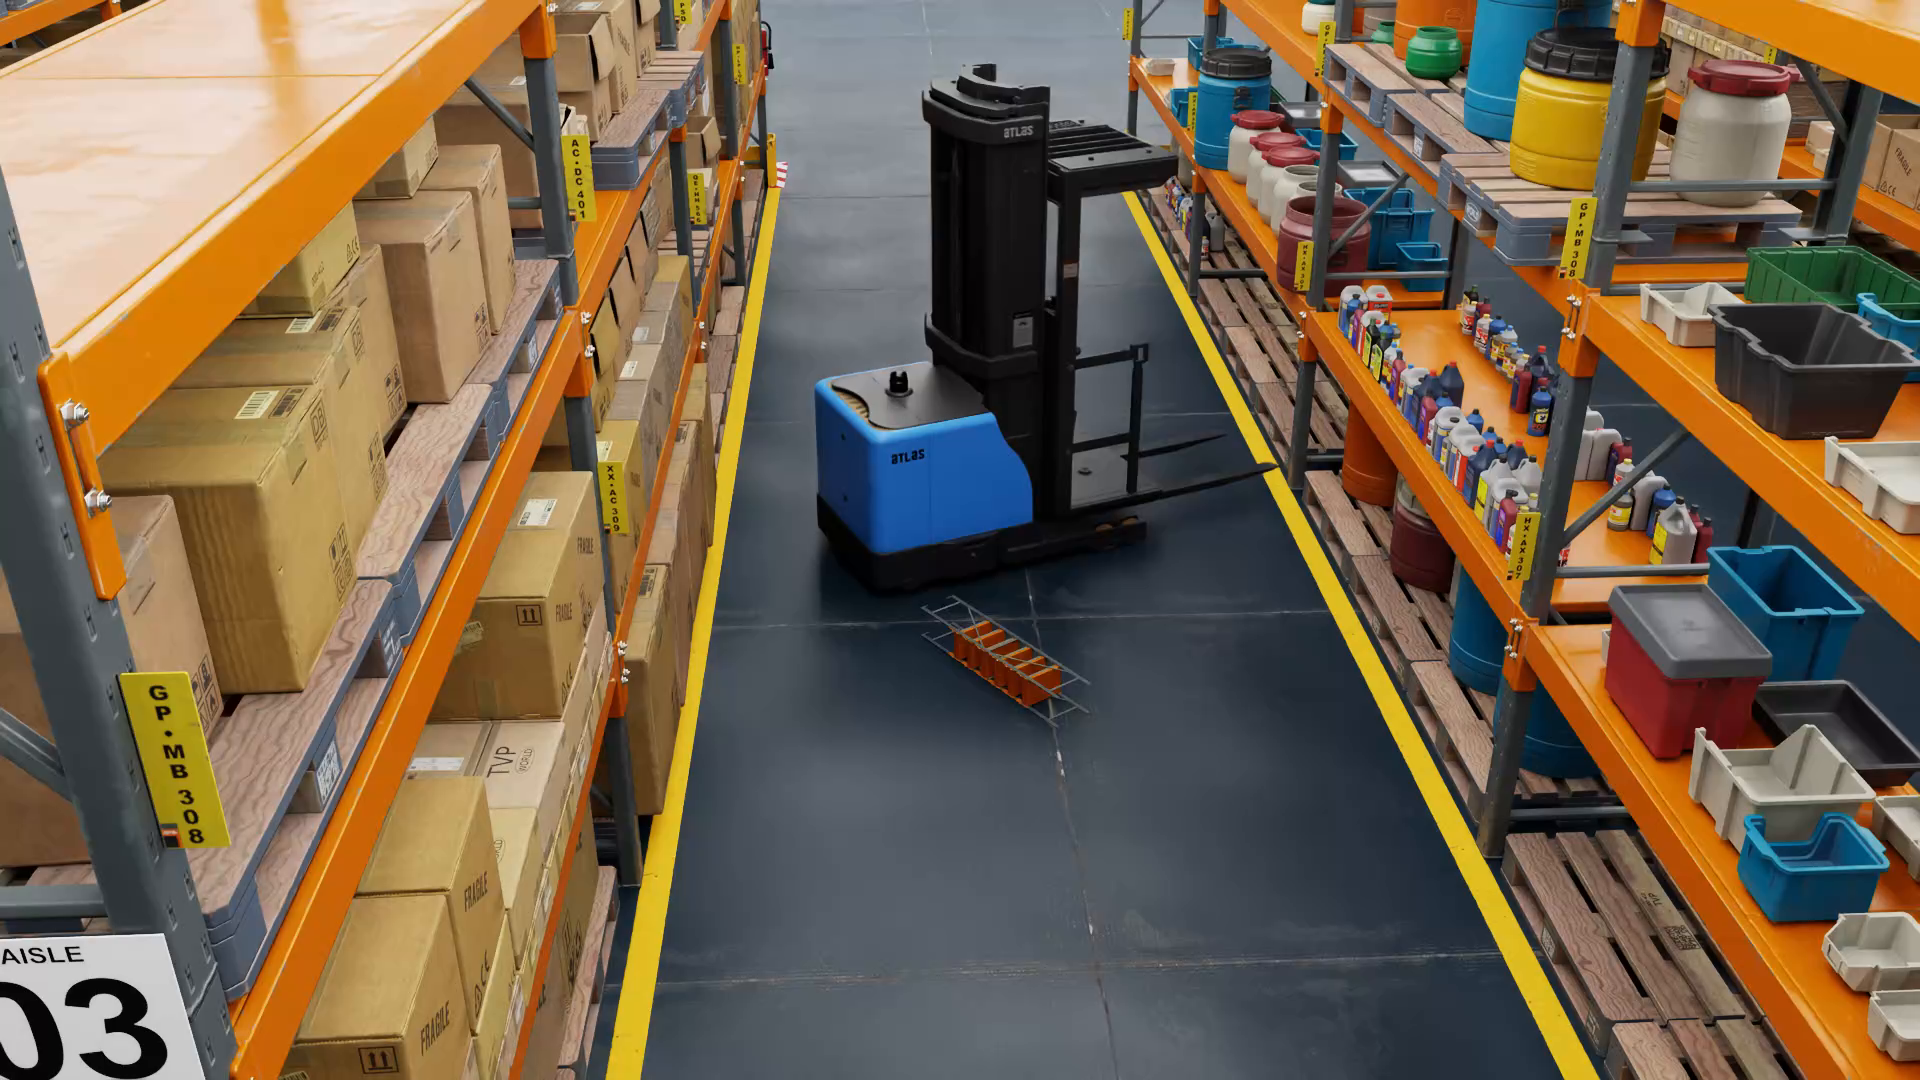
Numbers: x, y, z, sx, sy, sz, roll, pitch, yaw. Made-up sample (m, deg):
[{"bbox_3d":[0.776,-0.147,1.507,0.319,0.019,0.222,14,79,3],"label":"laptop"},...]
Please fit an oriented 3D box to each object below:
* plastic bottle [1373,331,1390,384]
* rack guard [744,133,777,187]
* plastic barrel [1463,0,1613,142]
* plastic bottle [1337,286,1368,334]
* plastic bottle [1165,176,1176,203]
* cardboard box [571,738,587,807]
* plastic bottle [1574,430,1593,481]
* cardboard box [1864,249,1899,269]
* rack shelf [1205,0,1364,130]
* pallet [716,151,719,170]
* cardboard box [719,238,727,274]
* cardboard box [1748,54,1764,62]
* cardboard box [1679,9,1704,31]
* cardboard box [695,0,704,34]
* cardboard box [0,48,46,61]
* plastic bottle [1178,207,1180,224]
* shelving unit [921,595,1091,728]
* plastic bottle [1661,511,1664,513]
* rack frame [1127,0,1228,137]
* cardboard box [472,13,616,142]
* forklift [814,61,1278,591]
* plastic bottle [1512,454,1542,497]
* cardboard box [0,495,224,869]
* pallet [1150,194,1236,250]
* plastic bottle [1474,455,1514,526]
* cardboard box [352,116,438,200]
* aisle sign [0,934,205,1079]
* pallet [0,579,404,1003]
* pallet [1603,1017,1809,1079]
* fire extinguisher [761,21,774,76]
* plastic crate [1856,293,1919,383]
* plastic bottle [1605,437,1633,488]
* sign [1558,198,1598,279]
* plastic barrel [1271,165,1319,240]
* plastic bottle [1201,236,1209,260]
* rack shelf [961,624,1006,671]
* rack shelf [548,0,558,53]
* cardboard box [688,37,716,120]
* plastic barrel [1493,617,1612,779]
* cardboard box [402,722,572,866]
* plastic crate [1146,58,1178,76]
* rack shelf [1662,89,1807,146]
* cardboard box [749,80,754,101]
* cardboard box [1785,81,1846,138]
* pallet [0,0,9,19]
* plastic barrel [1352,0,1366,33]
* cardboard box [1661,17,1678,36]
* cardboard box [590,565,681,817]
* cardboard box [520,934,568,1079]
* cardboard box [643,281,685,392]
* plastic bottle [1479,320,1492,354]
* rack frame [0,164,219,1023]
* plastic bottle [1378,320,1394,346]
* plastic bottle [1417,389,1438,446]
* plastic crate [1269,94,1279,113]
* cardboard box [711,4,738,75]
[{"bbox_3d":[2.460,-1.064,9.673,0.061,0.283,0.133,-1,28,-3],"label":"plastic bottle"},{"bbox_3d":[-2.597,-4.138,18.144,1.175,0.500,0.348,-1,28,-3],"label":"rack guard"},{"bbox_3d":[2.730,-2.382,7.834,0.600,0.901,0.708,-1,28,-3],"label":"plastic barrel"},{"bbox_3d":[2.462,-1.444,10.409,0.152,0.276,0.135,-1,28,-3],"label":"plastic bottle"},{"bbox_3d":[2.128,-3.542,16.771,0.097,0.271,0.097,0,28,0],"label":"plastic bottle"},{"bbox_3d":[-1.591,0.861,6.128,0.380,0.149,0.250,-1,28,-2],"label":"cardboard box"},{"bbox_3d":[3.127,-0.451,8.506,0.152,0.276,0.135,-1,28,-3],"label":"plastic bottle"},{"bbox_3d":[7.322,-2.220,13.676,0.500,0.311,0.500,-2,28,-4],"label":"cardboard box"},{"bbox_3d":[2.658,-3.641,12.022,1.077,0.370,4.000,-1,28,-3],"label":"rack shelf"},{"bbox_3d":[-2.498,-2.993,13.452,1.003,0.211,1.213,-1,28,-3],"label":"pallet"},{"bbox_3d":[-2.373,-2.698,14.928,0.500,0.500,0.500,-2,28,-4],"label":"cardboard box"},{"bbox_3d":[7.261,-4.238,14.823,0.380,0.149,0.250,-2,28,-4],"label":"cardboard box"},{"bbox_3d":[7.392,-5.191,15.949,0.700,0.500,0.500,-1,28,-3],"label":"cardboard box"},{"bbox_3d":[-2.017,-3.548,11.227,0.500,0.250,0.500,-1,28,-2],"label":"cardboard box"},{"bbox_3d":[-7.319,-3.620,13.257,0.700,0.500,0.500,-2,28,-4],"label":"cardboard box"},{"bbox_3d":[2.167,-3.165,16.126,0.097,0.201,0.097,0,28,0],"label":"plastic bottle"},{"bbox_3d":[0.237,0.660,9.272,0.258,0.189,1.200,-20,34,-33],"label":"shelving unit"},{"bbox_3d":[3.347,-0.065,7.847,0.097,0.201,0.097,0,28,0],"label":"plastic bottle"},{"bbox_3d":[2.345,-5.401,17.862,1.000,3.000,0.127,-1,28,-3],"label":"rack frame"},{"bbox_3d":[-2.056,-2.206,7.927,0.797,0.503,0.637,-2,28,-3],"label":"cardboard box"},{"bbox_3d":[0.638,-1.440,10.341,3.031,2.935,1.130,-12,30,-22],"label":"forklift"},{"bbox_3d":[2.741,-0.258,8.054,0.144,0.351,0.185,-1,28,-3],"label":"plastic bottle"},{"bbox_3d":[-1.847,0.264,3.087,0.700,0.500,0.500,-3,28,-6],"label":"cardboard box"},{"bbox_3d":[2.494,-3.193,16.645,1.003,0.211,1.213,-1,28,-3],"label":"pallet"},{"bbox_3d":[2.597,-0.254,8.047,0.144,0.351,0.185,-1,28,-3],"label":"plastic bottle"},{"bbox_3d":[-1.932,-1.243,5.164,0.500,0.250,0.500,-3,28,-6],"label":"cardboard box"},{"bbox_3d":[-1.463,0.981,2.815,0.394,0.787,0.004,-1,28,-3],"label":"aisle sign"},{"bbox_3d":[-1.815,0.474,3.449,1.003,0.211,1.213,-1,28,-3],"label":"pallet"},{"bbox_3d":[3.115,2.280,6.150,1.003,0.211,1.213,-1,28,-3],"label":"pallet"},{"bbox_3d":[-2.147,-5.311,17.773,0.296,0.674,0.183,-1,28,-3],"label":"fire extinguisher"},{"bbox_3d":[3.338,-0.702,5.791,0.416,0.233,0.300,-1,28,-3],"label":"plastic crate"},{"bbox_3d":[3.332,-0.397,8.395,0.061,0.283,0.133,-1,28,-3],"label":"plastic bottle"},{"bbox_3d":[2.422,-1.181,6.517,0.100,0.325,0.005,-1,28,-3],"label":"sign"},{"bbox_3d":[2.474,-2.421,12.027,0.421,0.512,0.421,0,28,0],"label":"plastic barrel"},{"bbox_3d":[2.224,-2.668,15.172,0.097,0.201,0.097,0,28,0],"label":"plastic bottle"},{"bbox_3d":[0.136,0.599,9.387,0.258,0.180,0.103,-20,34,-33],"label":"rack shelf"},{"bbox_3d":[-2.079,-2.827,7.650,1.077,0.370,4.000,-1,28,-3],"label":"rack shelf"},{"bbox_3d":[-2.491,-3.516,13.145,1.000,1.000,1.000,-1,28,-2],"label":"cardboard box"},{"bbox_3d":[2.960,0.633,8.107,0.600,0.901,0.708,-1,28,-3],"label":"plastic barrel"},{"bbox_3d":[-1.633,0.867,5.685,0.500,0.250,0.500,-1,28,-2],"label":"cardboard box"},{"bbox_3d":[2.070,-4.863,17.116,0.298,0.136,0.250,-1,28,-3],"label":"plastic crate"},{"bbox_3d":[7.396,-4.276,16.484,1.077,0.370,4.000,-1,28,-3],"label":"rack shelf"},{"bbox_3d":[-2.197,-4.353,16.125,0.380,0.149,0.250,-1,28,-3],"label":"cardboard box"},{"bbox_3d":[7.471,-3.921,14.916,0.700,0.500,0.500,-2,28,-4],"label":"cardboard box"},{"bbox_3d":[-7.290,-3.573,11.317,1.003,0.211,1.213,0,28,0],"label":"pallet"},{"bbox_3d":[2.902,-3.914,11.302,0.600,0.830,0.708,-1,28,-3],"label":"plastic barrel"},{"bbox_3d":[7.166,-5.070,16.417,0.380,0.149,0.250,-2,28,-3],"label":"cardboard box"},{"bbox_3d":[-2.028,0.721,7.967,1.225,0.875,0.875,-1,28,-2],"label":"cardboard box"},{"bbox_3d":[-1.973,1.738,6.017,0.875,0.875,0.875,-1,28,-3],"label":"cardboard box"},{"bbox_3d":[-1.890,-1.179,9.659,0.500,0.500,0.500,-2,28,-3],"label":"cardboard box"},{"bbox_3d":[3.215,-1.237,10.093,0.097,0.201,0.097,0,28,0],"label":"plastic bottle"},{"bbox_3d":[-1.766,-0.553,2.078,1.000,3.000,0.127,-1,28,-3],"label":"rack frame"},{"bbox_3d":[2.526,-1.176,9.899,0.097,0.271,0.097,0,28,0],"label":"plastic bottle"},{"bbox_3d":[2.506,-0.658,8.895,0.061,0.283,0.133,-1,28,-3],"label":"plastic bottle"},{"bbox_3d":[2.653,-3.771,14.804,0.767,0.338,0.504,-1,28,-3],"label":"plastic crate"},{"bbox_3d":[-2.162,-4.268,14.178,0.500,0.500,0.500,-1,28,-3],"label":"cardboard box"}]
